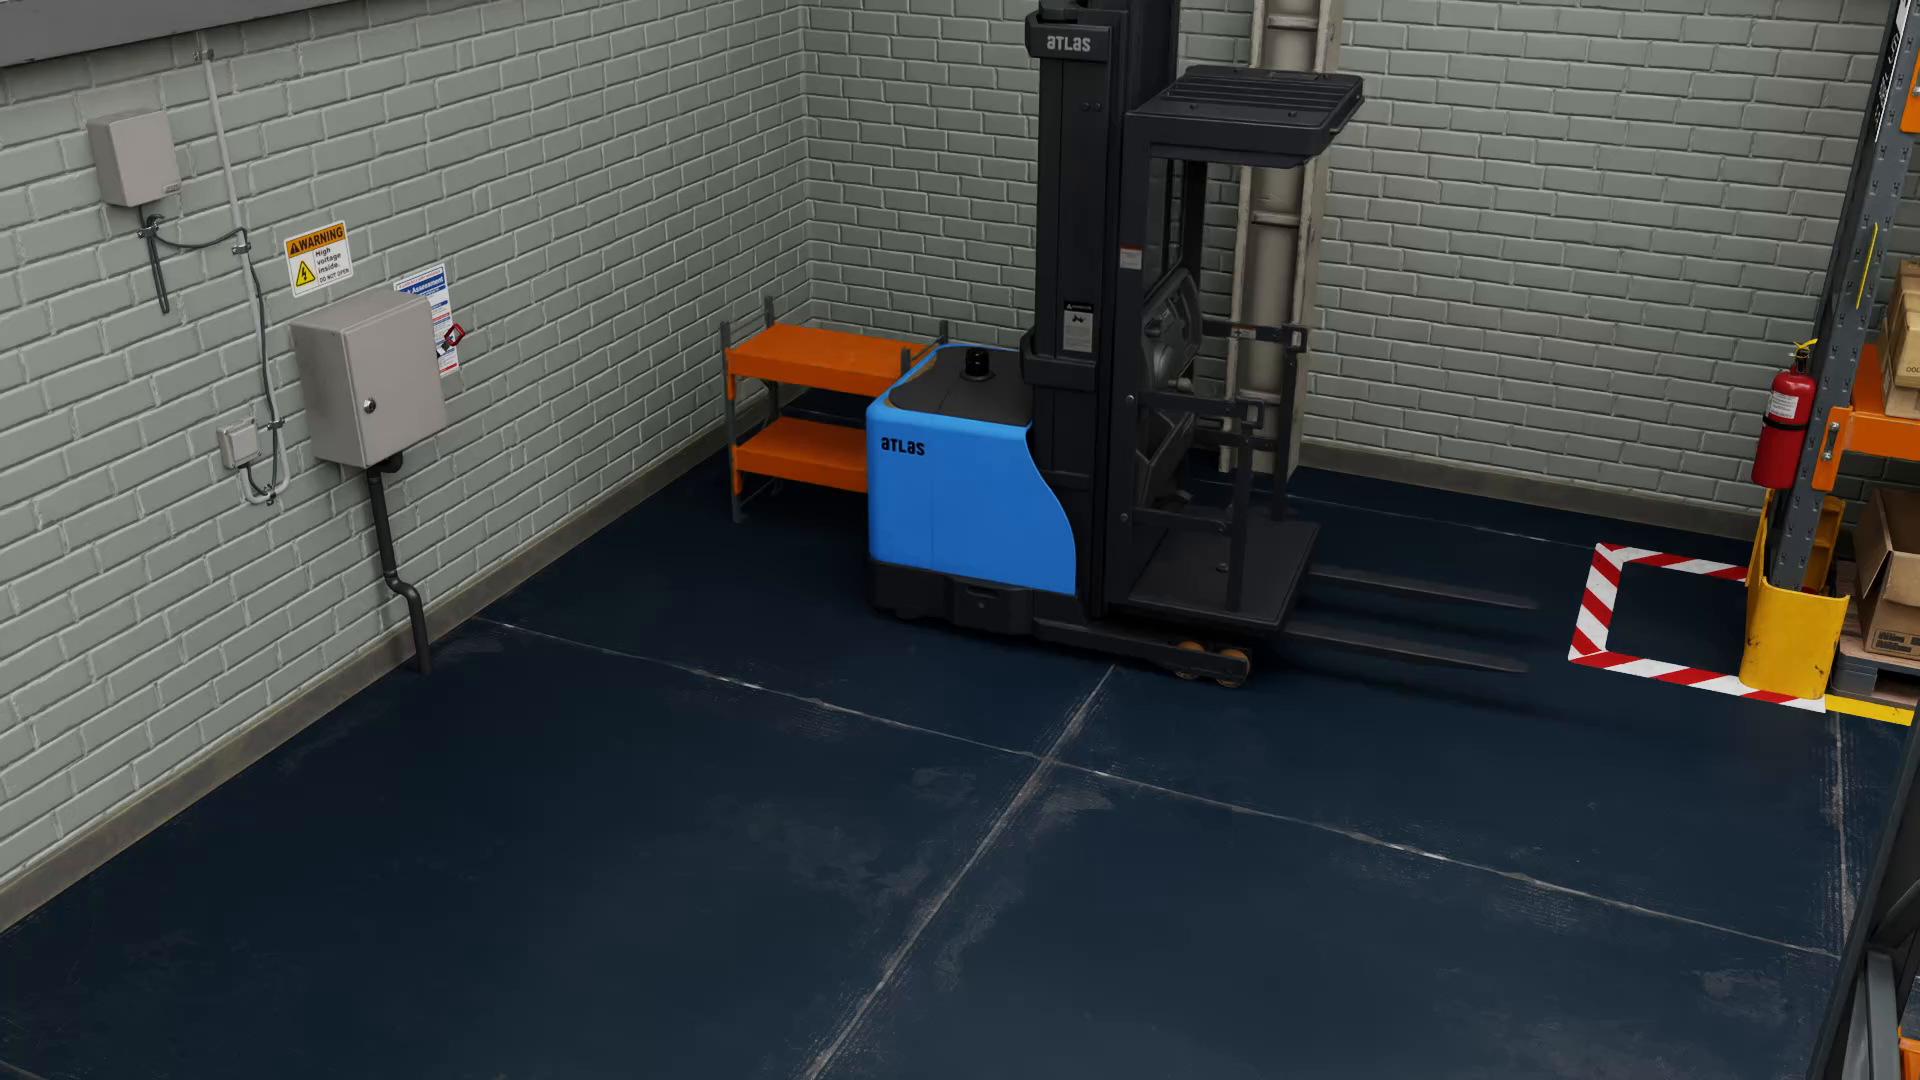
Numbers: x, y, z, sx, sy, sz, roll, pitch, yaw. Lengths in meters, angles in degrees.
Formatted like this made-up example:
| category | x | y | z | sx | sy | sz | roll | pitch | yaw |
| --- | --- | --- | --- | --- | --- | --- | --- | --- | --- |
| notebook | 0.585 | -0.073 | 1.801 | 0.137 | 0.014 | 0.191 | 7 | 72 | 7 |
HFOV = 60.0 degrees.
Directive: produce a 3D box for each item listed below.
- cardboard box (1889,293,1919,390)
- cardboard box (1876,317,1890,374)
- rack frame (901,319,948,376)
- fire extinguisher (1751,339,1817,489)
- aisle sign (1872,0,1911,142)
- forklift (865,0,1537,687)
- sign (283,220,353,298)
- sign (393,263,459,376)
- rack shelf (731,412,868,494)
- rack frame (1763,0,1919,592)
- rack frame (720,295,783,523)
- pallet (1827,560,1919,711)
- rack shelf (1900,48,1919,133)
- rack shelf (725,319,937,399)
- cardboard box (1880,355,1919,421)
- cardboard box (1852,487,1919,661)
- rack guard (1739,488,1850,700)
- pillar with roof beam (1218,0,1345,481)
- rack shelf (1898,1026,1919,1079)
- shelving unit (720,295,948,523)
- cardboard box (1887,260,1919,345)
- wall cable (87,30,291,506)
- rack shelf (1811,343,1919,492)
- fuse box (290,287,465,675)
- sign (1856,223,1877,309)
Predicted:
| category | x | y | z | sx | sy | sz | roll | pitch | yaw |
| --- | --- | --- | --- | --- | --- | --- | --- | --- | --- |
| cardboard box | 4.109 | -0.787 | 6.786 | 0.500 | 0.250 | 0.500 | 12 | 28 | 22 |
| cardboard box | 4.220 | -0.847 | 7.359 | 0.250 | 0.149 | 0.380 | 11 | 28 | 21 |
| rack frame | -0.174 | -0.519 | 8.530 | 0.032 | 1.125 | 0.500 | 11 | 28 | 21 |
| fire extinguisher | 3.482 | -0.551 | 6.984 | 0.183 | 0.674 | 0.296 | 11 | 28 | 22 |
| aisle sign | 3.624 | -1.973 | 6.418 | 0.004 | 0.787 | 0.394 | 11 | 28 | 22 |
| forklift | 1.124 | -0.925 | 7.310 | 3.031 | 2.935 | 1.130 | 10 | 28 | 19 |
| sign | -2.596 | -1.141 | 6.737 | 0.001 | 0.242 | 0.339 | 11 | 28 | 22 |
| sign | -2.368 | -0.949 | 7.389 | 0.001 | 0.494 | 0.329 | 11 | 28 | 22 |
| rack shelf | -0.641 | -0.389 | 8.820 | 1.000 | 0.278 | 0.538 | 11 | 28 | 21 |
| rack frame | 3.807 | -0.912 | 7.207 | 0.127 | 3.000 | 1.000 | 11 | 28 | 22 |
| rack frame | -1.107 | -0.697 | 8.893 | 0.032 | 1.125 | 0.500 | 11 | 28 | 21 |
| pallet | 4.602 | 0.498 | 7.499 | 1.213 | 0.211 | 1.003 | 11 | 28 | 22 |
| rack shelf | 5.628 | -1.570 | 5.961 | 4.000 | 0.370 | 1.077 | 11 | 28 | 22 |
| rack shelf | -0.641 | -0.871 | 8.582 | 1.000 | 0.278 | 0.538 | 11 | 28 | 21 |
| cardboard box | 3.993 | -0.629 | 6.916 | 0.250 | 0.149 | 0.380 | 11 | 28 | 21 |
| cardboard box | 4.325 | 0.169 | 7.361 | 0.637 | 0.503 | 0.797 | 10 | 28 | 20 |
| rack guard | 3.876 | 0.223 | 7.731 | 0.348 | 0.500 | 1.175 | 11 | 28 | 22 |
| pillar with roof beam | -0.056 | -2.728 | 4.103 | 0.400 | 9.000 | 9.100 | 11 | 28 | 22 |
| rack shelf | 3.577 | 1.773 | 2.568 | 4.000 | 0.370 | 1.077 | 11 | 28 | 22 |
| shelving unit | -0.641 | -0.608 | 8.712 | 1.048 | 1.125 | 0.538 | 11 | 28 | 21 |
| cardboard box | 4.336 | -1.001 | 7.220 | 0.500 | 0.250 | 0.500 | 12 | 29 | 23 |
| wall cable | -2.810 | -0.965 | 6.165 | 0.122 | 1.984 | 0.588 | 11 | 28 | 22 |
| rack shelf | 5.628 | -0.224 | 6.623 | 4.000 | 0.370 | 1.077 | 11 | 28 | 22 |
| fuse box | -2.384 | -0.177 | 7.173 | 0.414 | 1.711 | 0.539 | 11 | 28 | 22 |
| sign | 3.583 | -1.082 | 6.572 | 0.005 | 0.325 | 0.100 | 11 | 28 | 22 |
